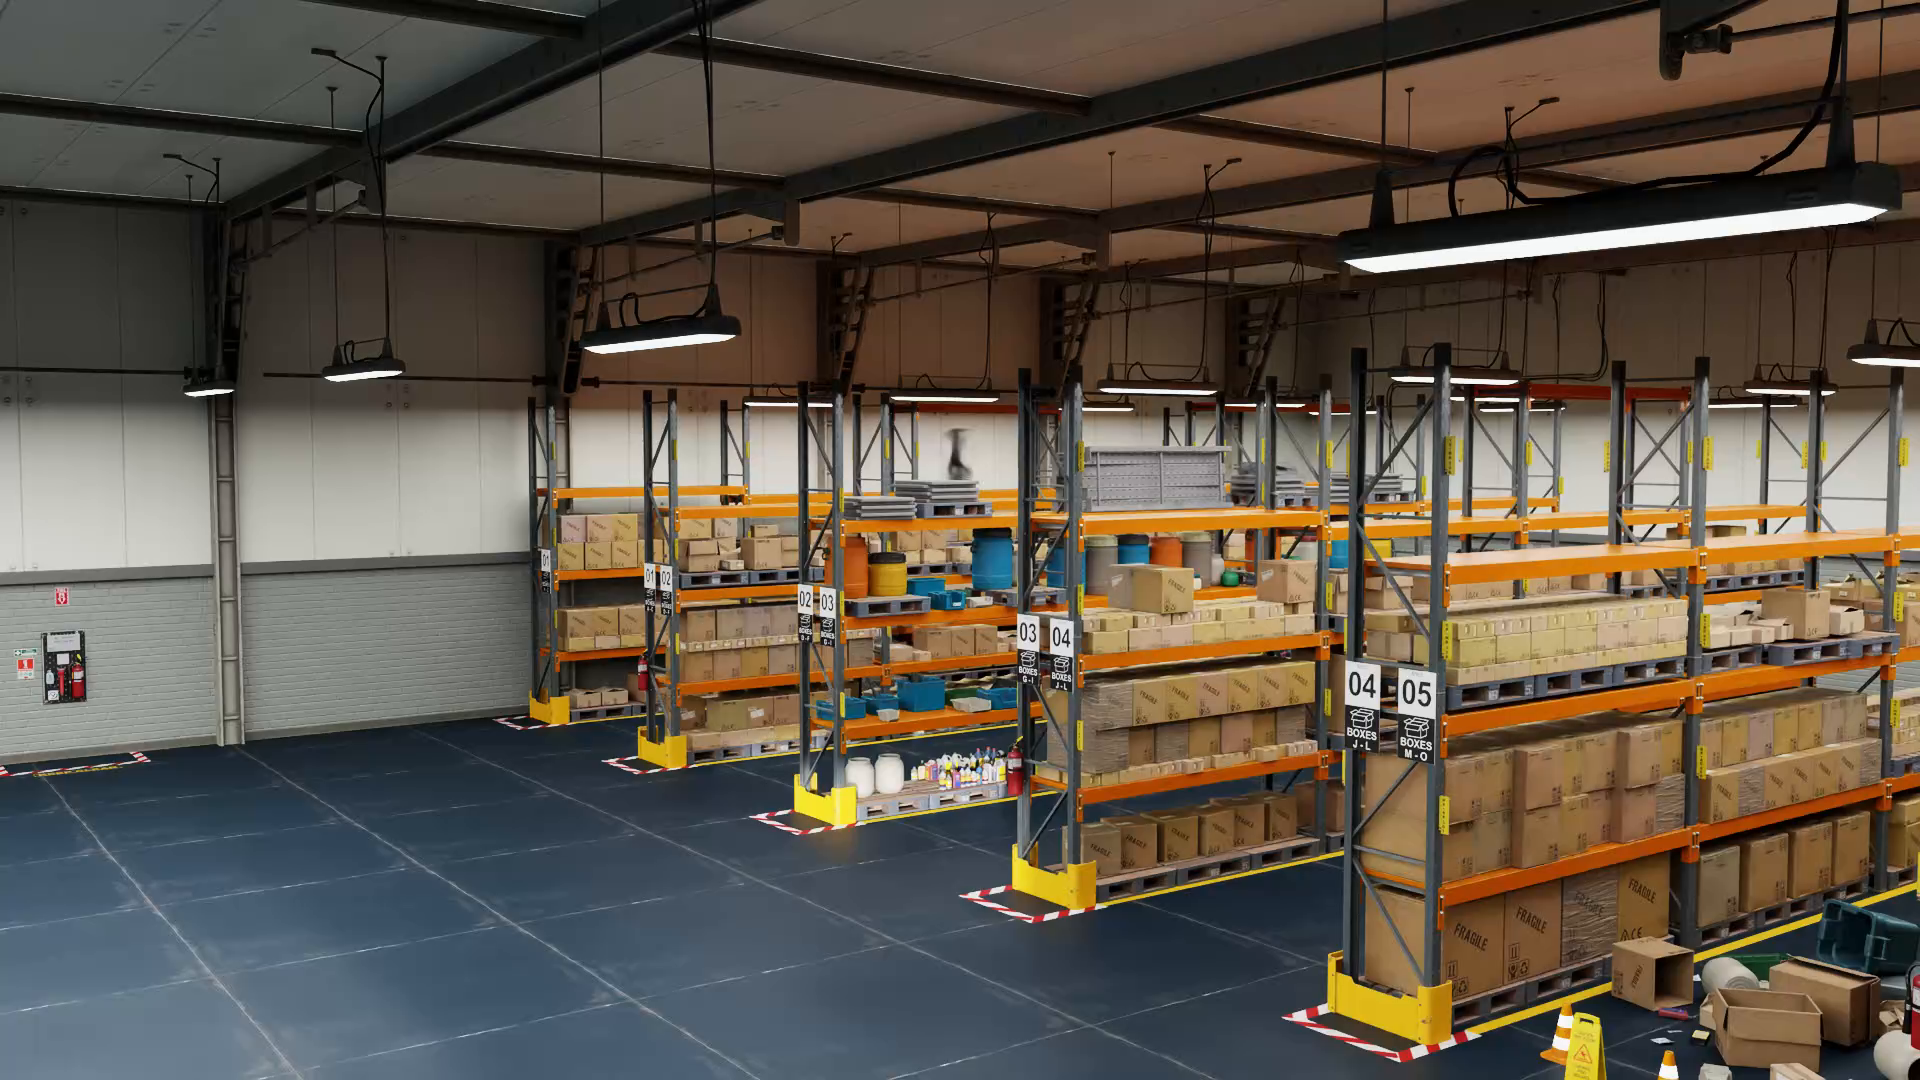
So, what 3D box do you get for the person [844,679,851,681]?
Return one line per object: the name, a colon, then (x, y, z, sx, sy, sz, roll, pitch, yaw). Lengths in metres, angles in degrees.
person: (-2.191, 2.386, 32.518, 0.623, 1.735, 0.697, -3, 5, -43)
